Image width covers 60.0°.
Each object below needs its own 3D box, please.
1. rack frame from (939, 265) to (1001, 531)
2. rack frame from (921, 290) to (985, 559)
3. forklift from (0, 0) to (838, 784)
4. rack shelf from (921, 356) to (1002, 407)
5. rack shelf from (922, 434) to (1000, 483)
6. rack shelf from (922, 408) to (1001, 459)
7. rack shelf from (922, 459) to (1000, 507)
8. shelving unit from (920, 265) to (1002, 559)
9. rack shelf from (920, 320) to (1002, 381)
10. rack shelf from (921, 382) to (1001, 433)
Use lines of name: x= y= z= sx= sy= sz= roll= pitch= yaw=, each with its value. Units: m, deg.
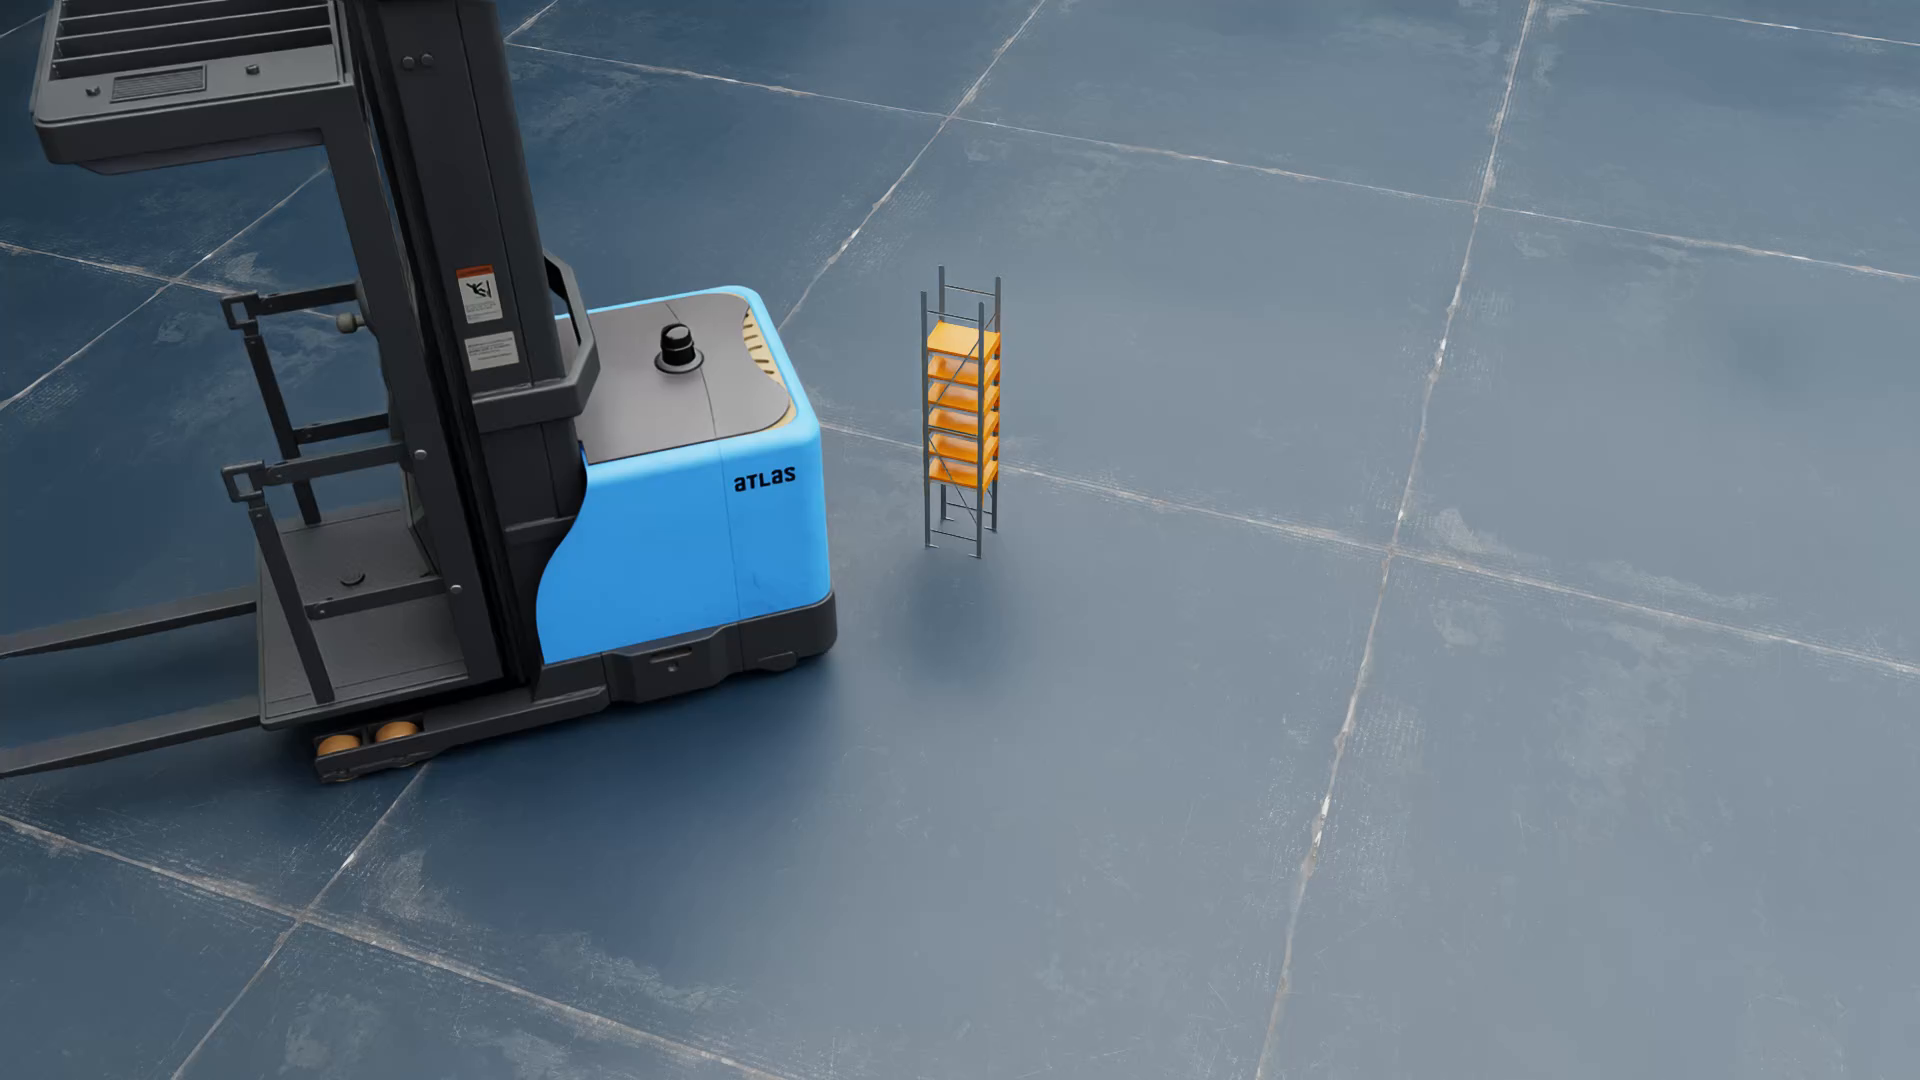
rack frame: x=0.036 y=-0.521 z=6.436 sx=0.240 sy=1.200 sz=0.006 roll=13 pitch=42 yaw=15
rack frame: x=-0.026 y=-0.409 z=6.306 sx=0.240 sy=1.200 sz=0.006 roll=13 pitch=42 yaw=15
forklift: x=-2.032 y=-0.665 z=5.272 sx=3.031 sy=2.935 sz=1.130 roll=-12 pitch=42 yaw=-14
rack shelf: x=0.005 y=-0.614 z=6.244 sx=0.258 sy=0.103 sz=0.180 roll=13 pitch=42 yaw=15
rack shelf: x=0.005 y=-0.340 z=6.478 sx=0.258 sy=0.103 sz=0.180 roll=13 pitch=42 yaw=15
rack shelf: x=0.005 y=-0.431 z=6.400 sx=0.258 sy=0.103 sz=0.180 roll=13 pitch=42 yaw=15
rack shelf: x=0.005 y=-0.249 z=6.556 sx=0.258 sy=0.103 sz=0.180 roll=13 pitch=42 yaw=15
shelving unit: x=0.005 y=-0.465 z=6.371 sx=0.258 sy=1.200 sz=0.189 roll=13 pitch=42 yaw=15
rack shelf: x=0.005 y=-0.705 z=6.166 sx=0.258 sy=0.103 sz=0.180 roll=13 pitch=42 yaw=15
rack shelf: x=0.005 y=-0.523 z=6.322 sx=0.258 sy=0.103 sz=0.180 roll=13 pitch=42 yaw=15
